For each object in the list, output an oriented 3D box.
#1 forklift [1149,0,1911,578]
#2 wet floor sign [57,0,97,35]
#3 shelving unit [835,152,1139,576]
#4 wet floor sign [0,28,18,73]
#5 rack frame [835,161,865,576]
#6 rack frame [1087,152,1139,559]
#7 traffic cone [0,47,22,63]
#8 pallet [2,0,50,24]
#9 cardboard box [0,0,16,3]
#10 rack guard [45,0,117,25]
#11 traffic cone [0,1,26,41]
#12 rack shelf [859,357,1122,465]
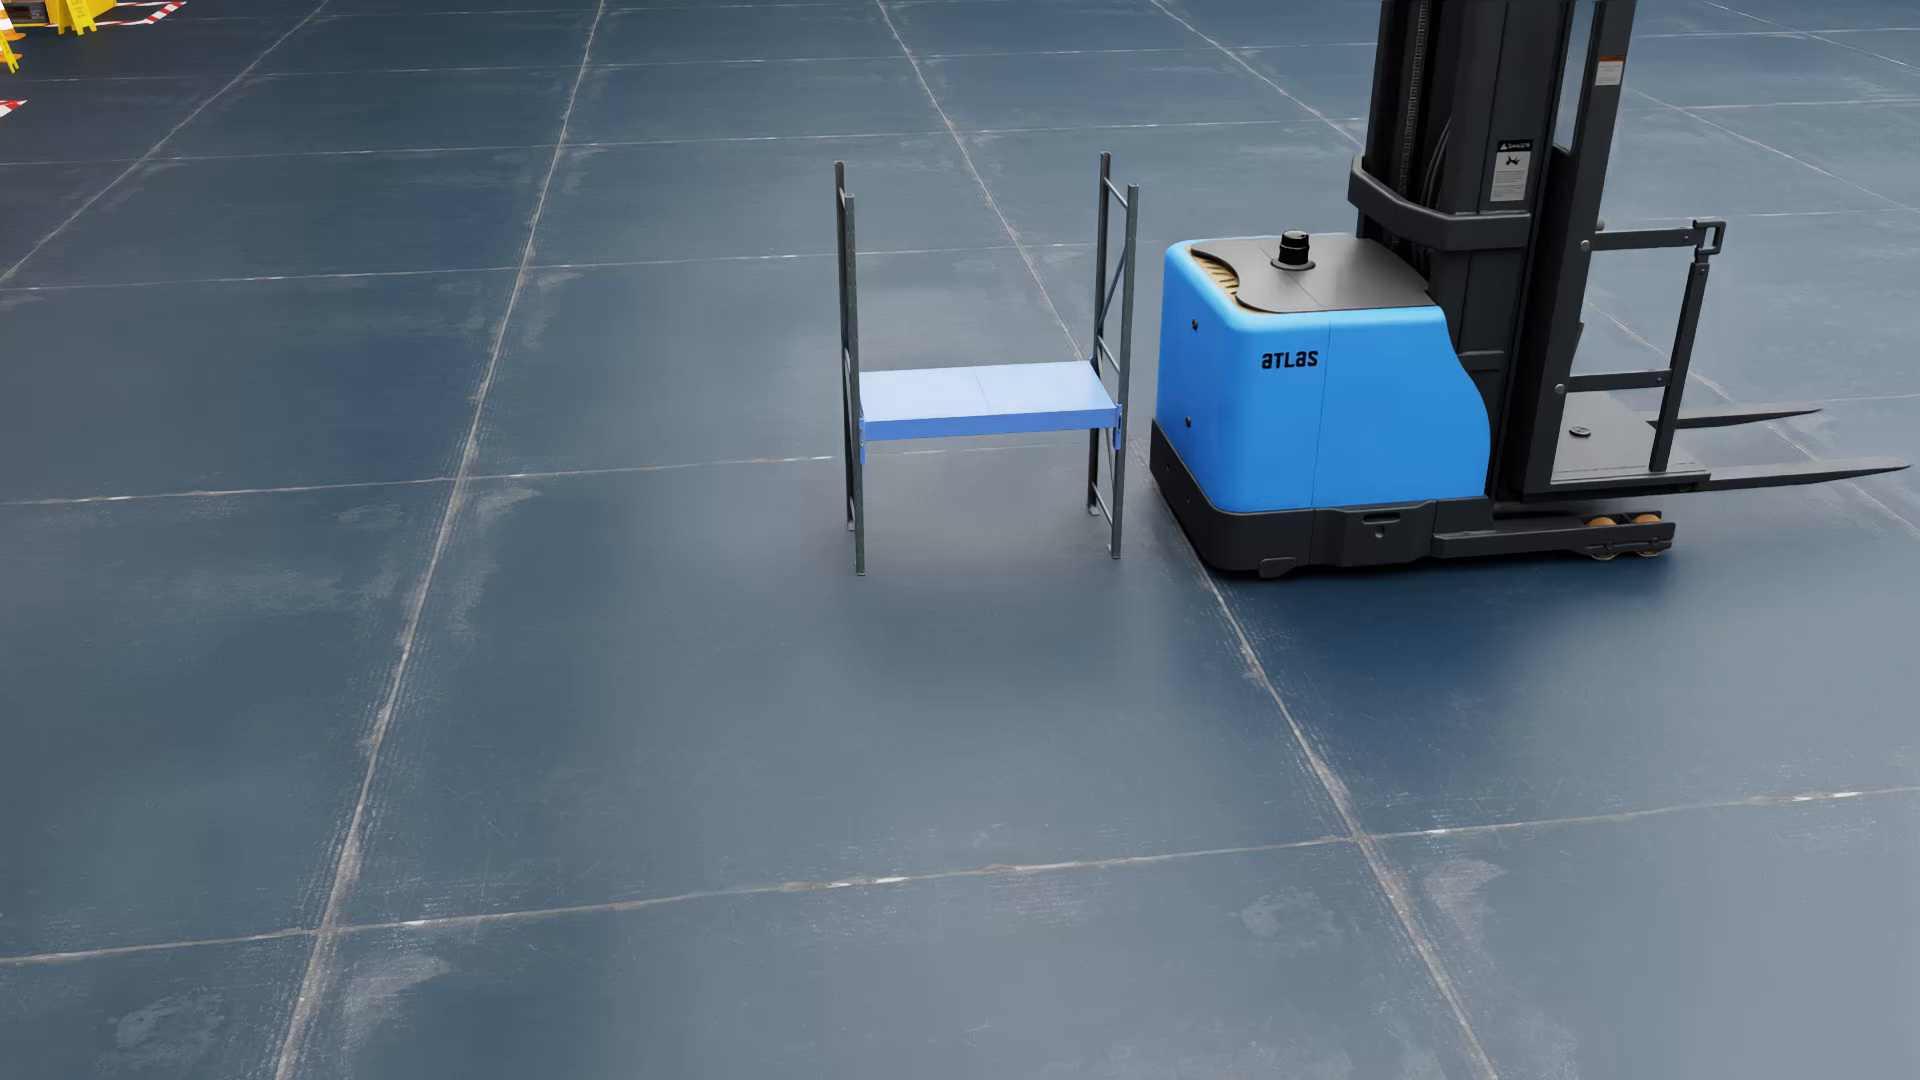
[{"bbox_3d":[2.382,-1.458,6.381,3.031,2.935,1.130,-4,27,-8],"label":"forklift"},{"bbox_3d":[-8.839,-5.374,16.517,0.232,0.644,0.267,6,28,11],"label":"wet floor sign"},{"bbox_3d":[0.084,-0.673,6.418,1.048,1.500,0.538,-4,27,-7],"label":"shelving unit"},{"bbox_3d":[-8.633,-4.512,14.836,0.232,0.644,0.267,-8,28,-16],"label":"wet floor sign"},{"bbox_3d":[-0.419,-0.640,6.355,0.032,1.500,0.500,-4,27,-7],"label":"rack frame"},{"bbox_3d":[0.588,-0.705,6.481,0.032,1.500,0.500,-4,27,-7],"label":"rack frame"},{"bbox_3d":[-8.931,-4.674,15.352,0.334,0.463,0.336,-4,27,-7],"label":"traffic cone"},{"bbox_3d":[-10.061,-5.612,17.457,1.213,0.211,1.003,-4,27,-7],"label":"pallet"},{"bbox_3d":[-9.963,-5.682,17.091,0.500,0.250,0.500,-4,27,-7],"label":"cardboard box"},{"bbox_3d":[-9.251,-5.776,17.460,0.348,0.500,1.175,-4,27,-7],"label":"rack guard"},{"bbox_3d":[-9.422,-5.154,16.288,0.334,0.463,0.336,-4,27,-7],"label":"traffic cone"},{"bbox_3d":[0.084,-0.513,6.500,1.000,0.185,0.538,-4,27,-7],"label":"rack shelf"}]
